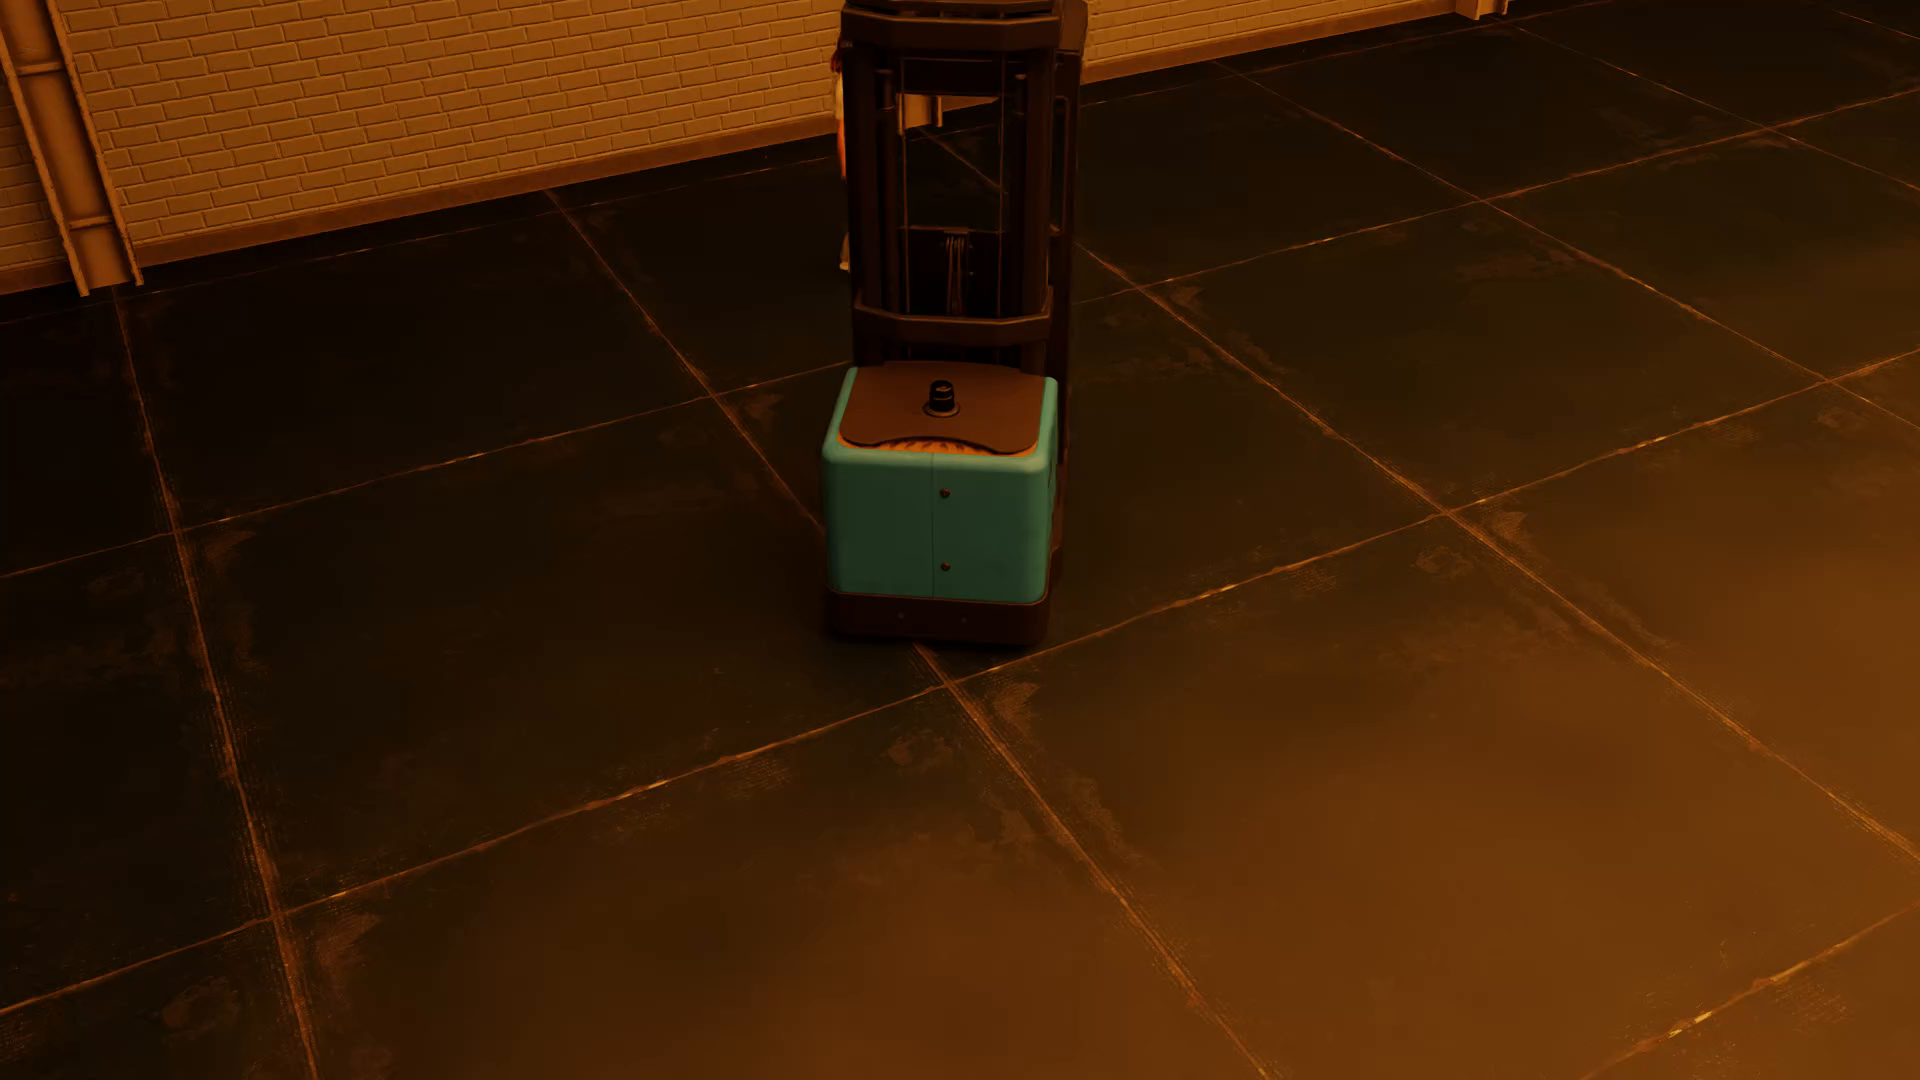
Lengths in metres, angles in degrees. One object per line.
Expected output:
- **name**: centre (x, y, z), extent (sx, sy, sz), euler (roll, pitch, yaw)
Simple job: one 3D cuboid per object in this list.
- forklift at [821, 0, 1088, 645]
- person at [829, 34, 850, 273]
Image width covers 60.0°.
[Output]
- **forklift**: centre (0.031, -1.535, 8.295), extent (1.130, 2.935, 3.031), euler (3, 35, 5)
- **person**: centre (-0.605, -2.474, 10.735), extent (0.454, 1.660, 0.493), euler (12, 37, 16)
